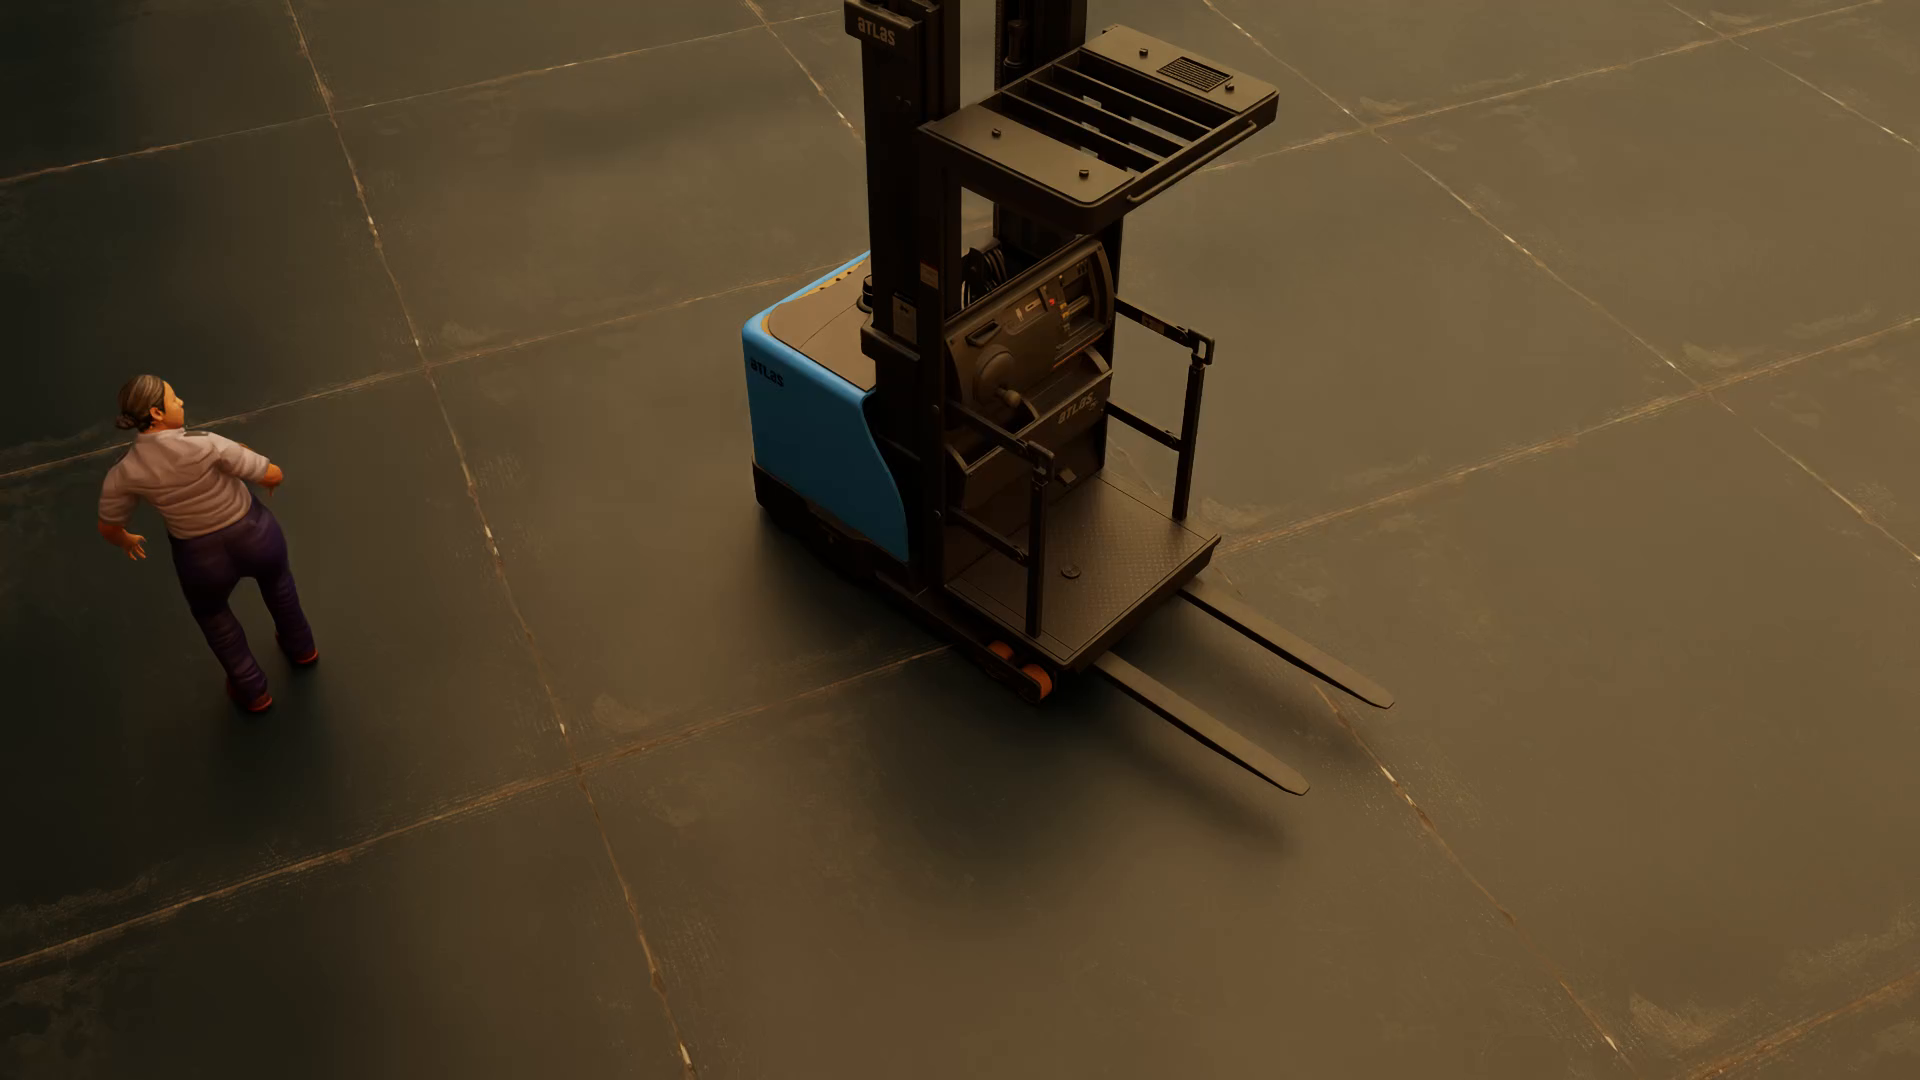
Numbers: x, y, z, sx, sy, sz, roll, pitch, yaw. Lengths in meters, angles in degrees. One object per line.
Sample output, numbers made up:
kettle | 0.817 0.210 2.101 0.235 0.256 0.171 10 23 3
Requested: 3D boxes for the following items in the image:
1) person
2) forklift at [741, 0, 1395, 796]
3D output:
person | -3.005 0.006 6.659 0.691 1.610 0.495 -21 47 -21
forklift | 0.445 -0.788 6.525 3.031 2.935 1.130 32 52 30
